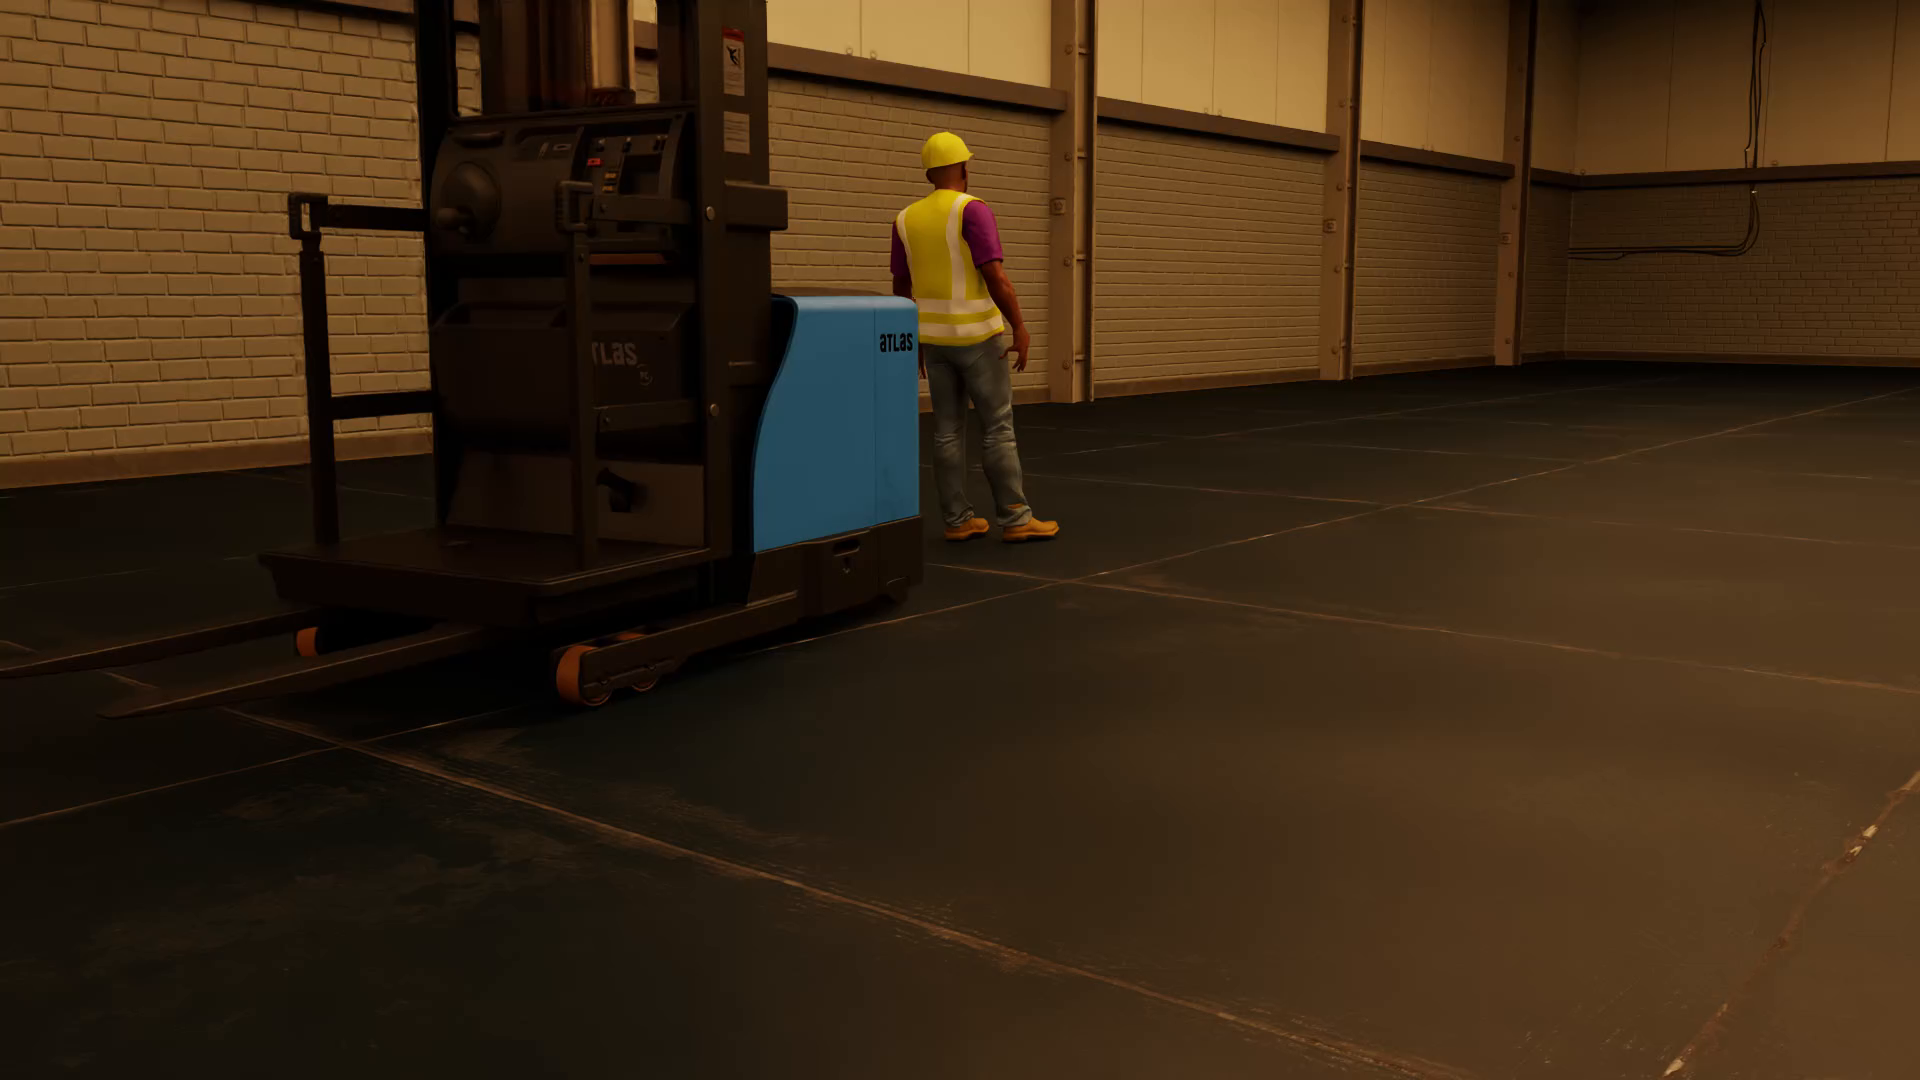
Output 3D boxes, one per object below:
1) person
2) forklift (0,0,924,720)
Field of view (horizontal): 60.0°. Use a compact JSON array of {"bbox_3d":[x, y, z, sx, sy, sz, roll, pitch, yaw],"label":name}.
[{"bbox_3d":[0.049,-0.888,7.327,0.665,1.768,0.575,7,11,38],"label":"person"},{"bbox_3d":[-1.286,-1.083,4.684,1.130,2.935,3.031,5,10,29],"label":"forklift"}]
